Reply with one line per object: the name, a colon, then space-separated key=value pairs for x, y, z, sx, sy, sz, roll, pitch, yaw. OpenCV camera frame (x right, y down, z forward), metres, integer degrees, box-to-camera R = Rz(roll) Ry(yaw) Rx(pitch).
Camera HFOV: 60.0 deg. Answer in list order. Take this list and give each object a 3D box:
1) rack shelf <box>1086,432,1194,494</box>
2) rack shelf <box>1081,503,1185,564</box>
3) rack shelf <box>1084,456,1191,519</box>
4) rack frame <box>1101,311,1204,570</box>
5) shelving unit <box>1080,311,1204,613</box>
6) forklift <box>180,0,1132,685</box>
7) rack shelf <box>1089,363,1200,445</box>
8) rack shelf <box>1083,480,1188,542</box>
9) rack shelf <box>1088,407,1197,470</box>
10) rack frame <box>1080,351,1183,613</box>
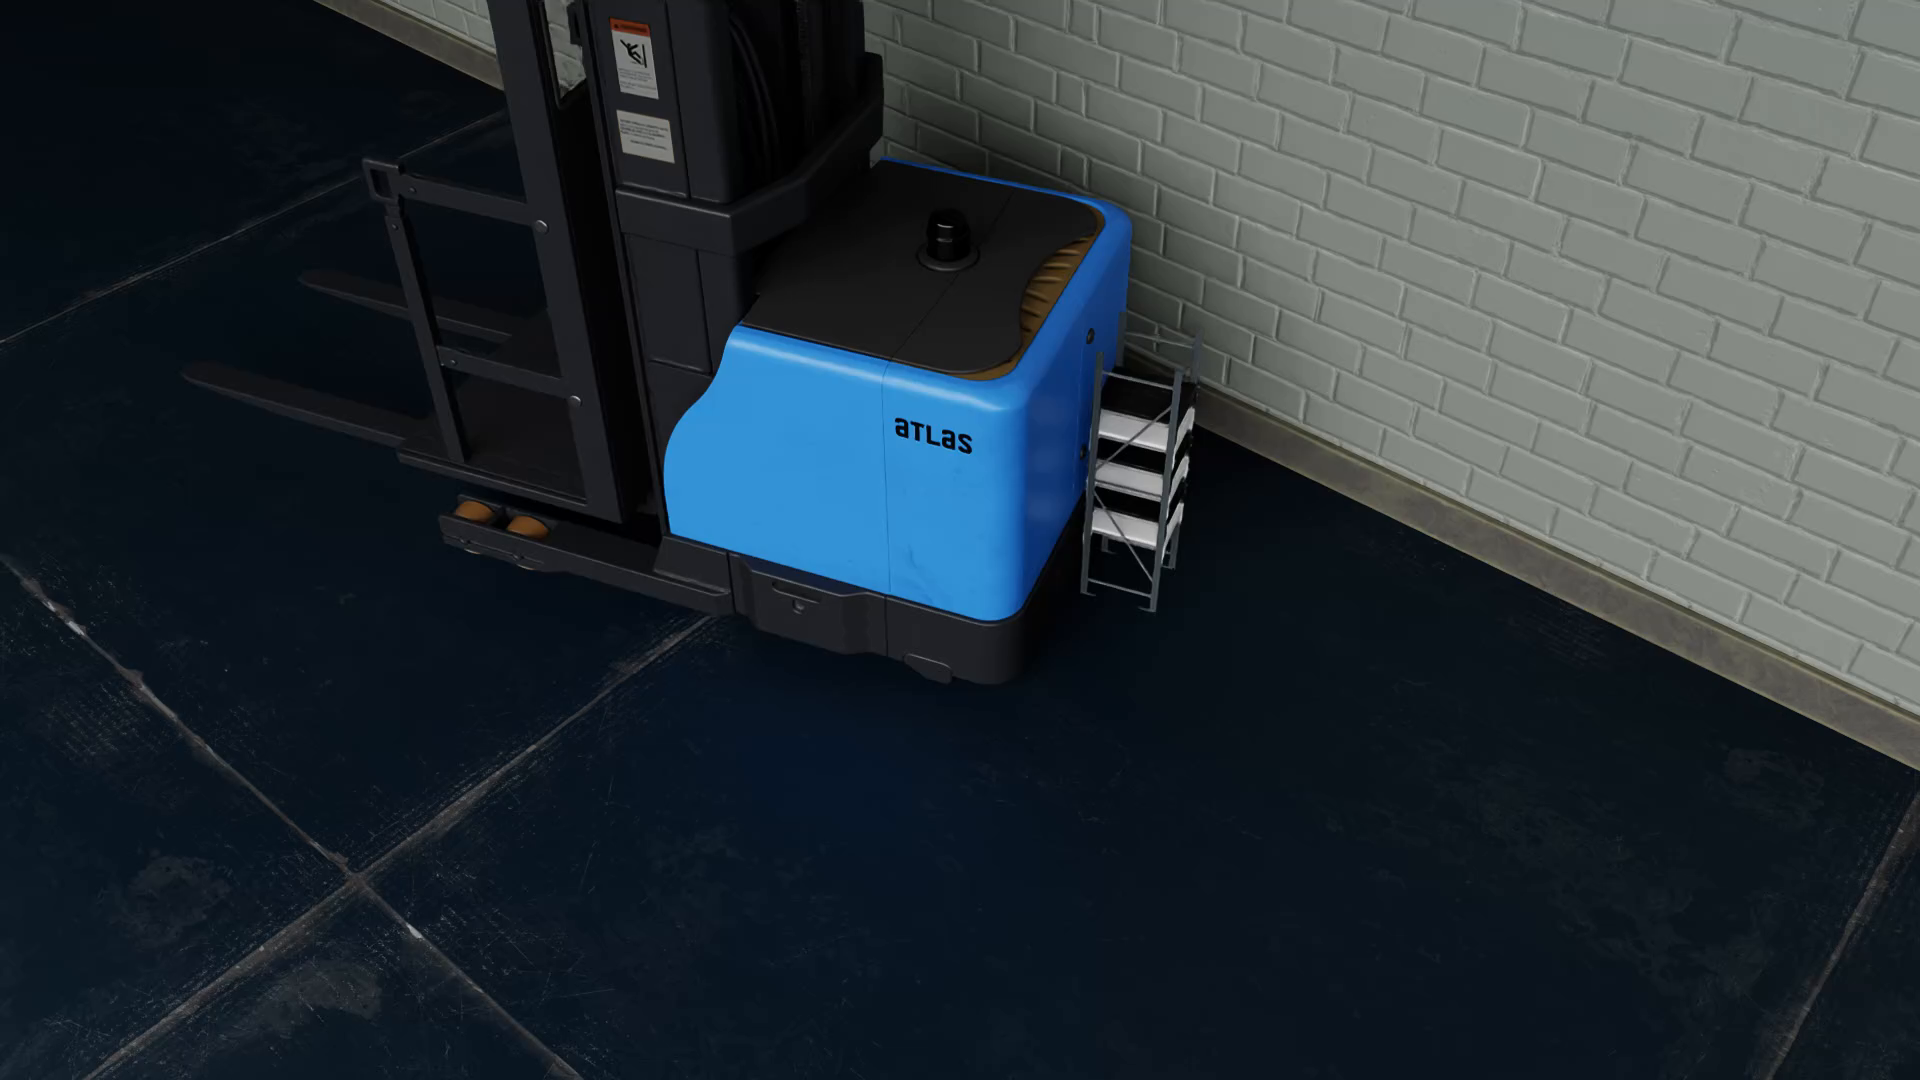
rack shelf: x=0.516 y=-0.249 z=4.771 sx=0.258 sy=0.077 sz=0.200 roll=15 pitch=44 yaw=16
rack shelf: x=0.516 y=-0.050 z=4.953 sx=0.258 sy=0.077 sz=0.200 roll=15 pitch=44 yaw=16
rack shelf: x=0.516 y=-0.183 z=4.832 sx=0.258 sy=0.077 sz=0.200 roll=15 pitch=44 yaw=16
rack frame: x=0.554 y=-0.271 z=4.879 sx=0.240 sy=0.900 sz=0.006 roll=15 pitch=44 yaw=16
shelving unit: x=0.516 y=-0.207 z=4.809 sx=0.258 sy=0.900 sz=0.210 roll=15 pitch=44 yaw=16
forklift: x=-1.068 y=-1.306 z=4.507 sx=3.031 sy=2.935 sz=1.130 roll=15 pitch=44 yaw=16
rack shelf: x=0.516 y=-0.383 z=4.650 sx=0.258 sy=0.077 sz=0.200 roll=15 pitch=44 yaw=16
rack shelf: x=0.516 y=-0.116 z=4.892 sx=0.258 sy=0.077 sz=0.200 roll=15 pitch=44 yaw=16
rack shelf: x=0.516 y=-0.316 z=4.710 sx=0.258 sy=0.077 sz=0.200 roll=15 pitch=44 yaw=16
rack frame: x=0.478 y=-0.144 z=4.739 sx=0.240 sy=0.900 sz=0.006 roll=15 pitch=44 yaw=16
